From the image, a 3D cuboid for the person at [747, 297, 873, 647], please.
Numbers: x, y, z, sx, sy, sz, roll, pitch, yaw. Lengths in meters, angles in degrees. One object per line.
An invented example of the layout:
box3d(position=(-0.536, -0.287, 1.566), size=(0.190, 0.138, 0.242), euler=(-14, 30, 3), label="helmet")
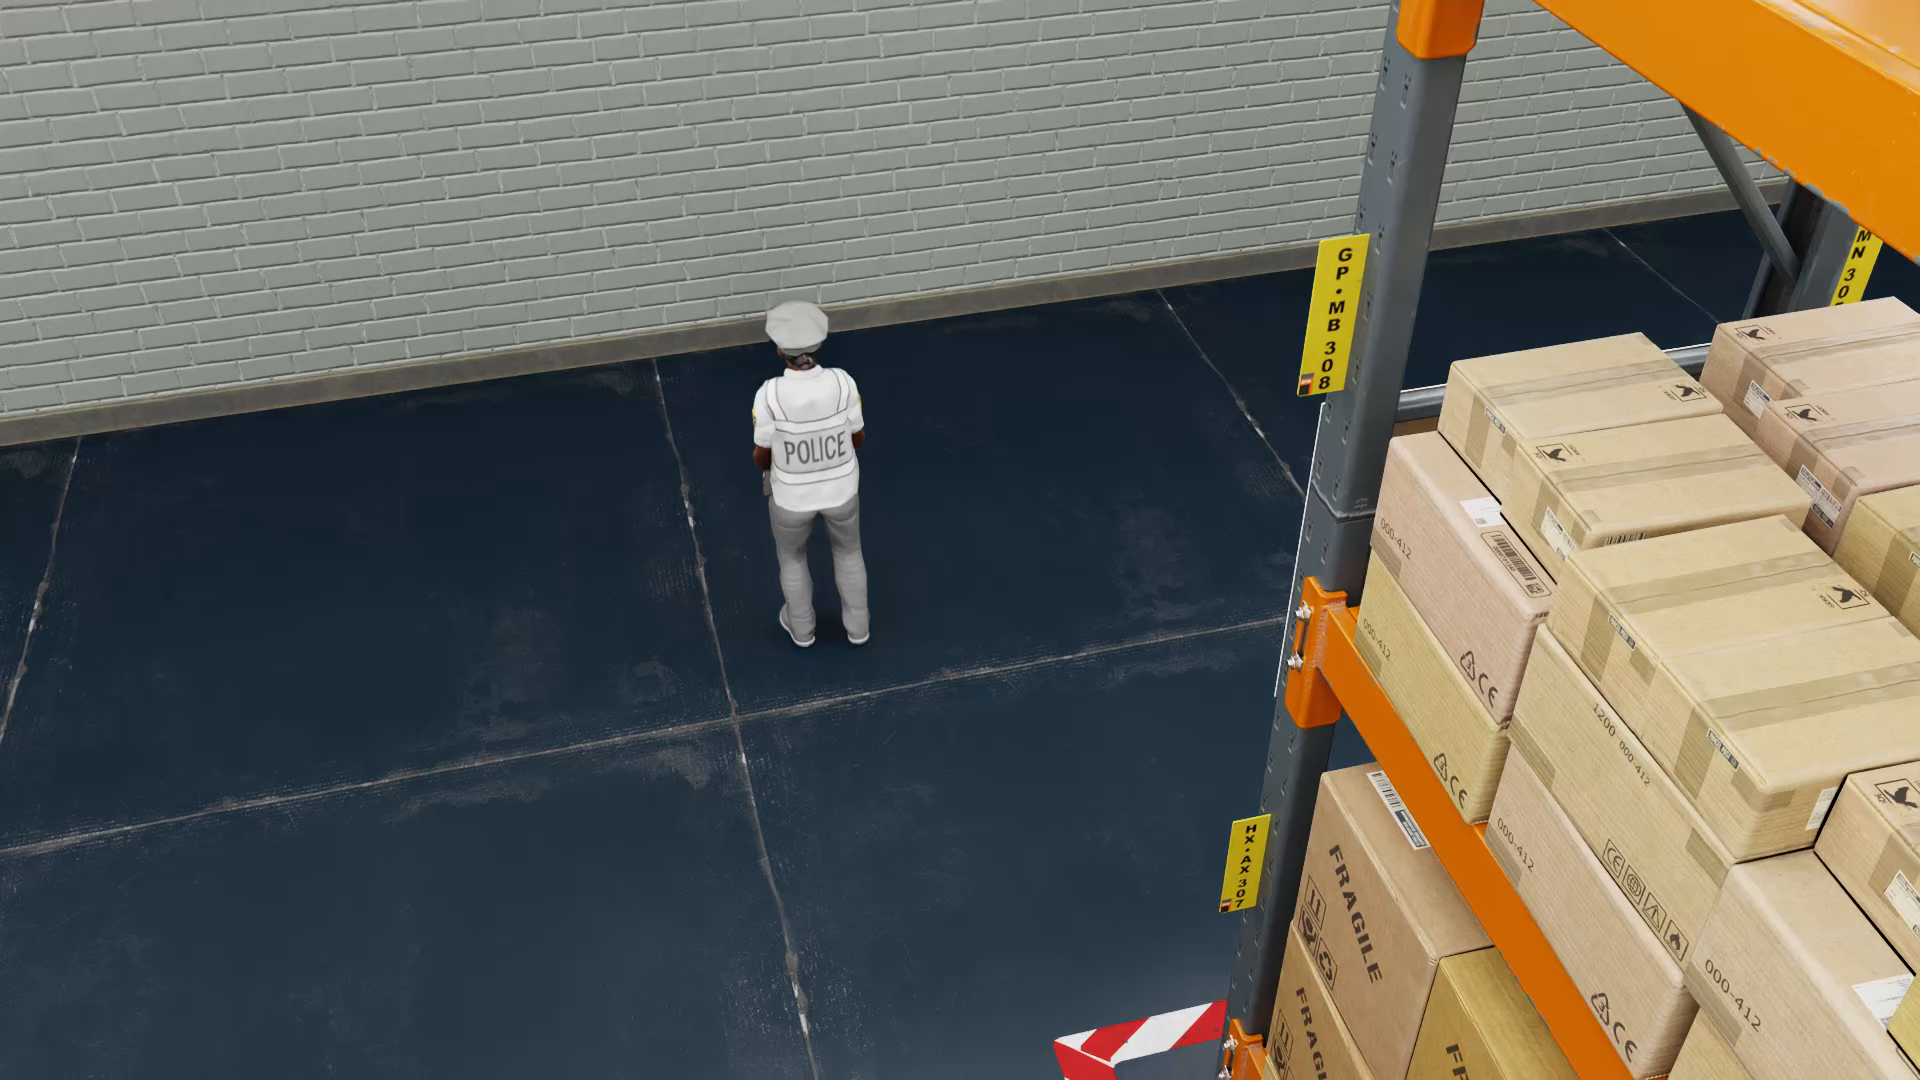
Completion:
box3d(position=(-0.632, -0.228, 6.998), size=(0.528, 1.663, 0.419), euler=(-11, 40, -14), label="person")
